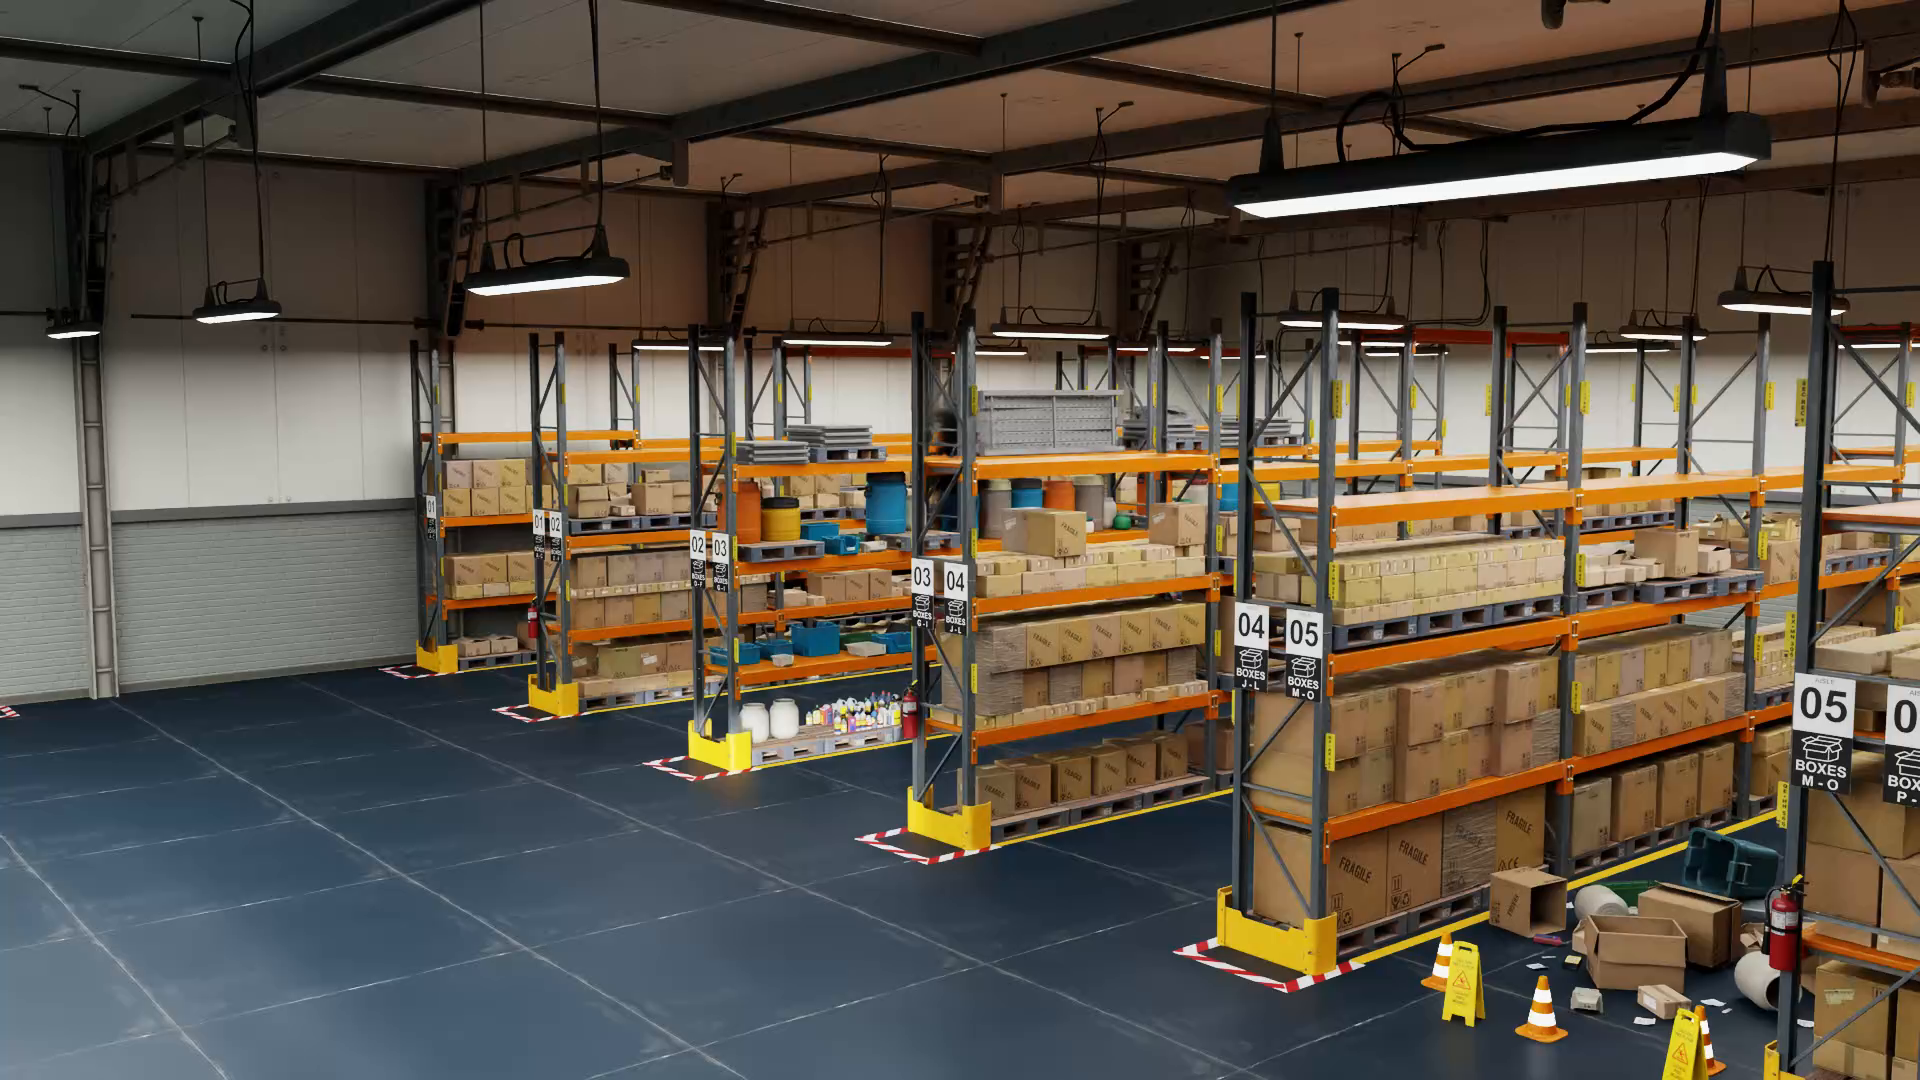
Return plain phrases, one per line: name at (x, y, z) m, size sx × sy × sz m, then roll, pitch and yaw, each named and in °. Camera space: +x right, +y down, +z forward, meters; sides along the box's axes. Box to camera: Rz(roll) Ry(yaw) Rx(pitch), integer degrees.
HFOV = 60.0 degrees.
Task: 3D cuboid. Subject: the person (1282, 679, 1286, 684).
person at (4.026, 2.479, 19.931) m, size 0.690 × 1.714 × 0.756 m, roll 3°, pitch 6°, yaw 31°
